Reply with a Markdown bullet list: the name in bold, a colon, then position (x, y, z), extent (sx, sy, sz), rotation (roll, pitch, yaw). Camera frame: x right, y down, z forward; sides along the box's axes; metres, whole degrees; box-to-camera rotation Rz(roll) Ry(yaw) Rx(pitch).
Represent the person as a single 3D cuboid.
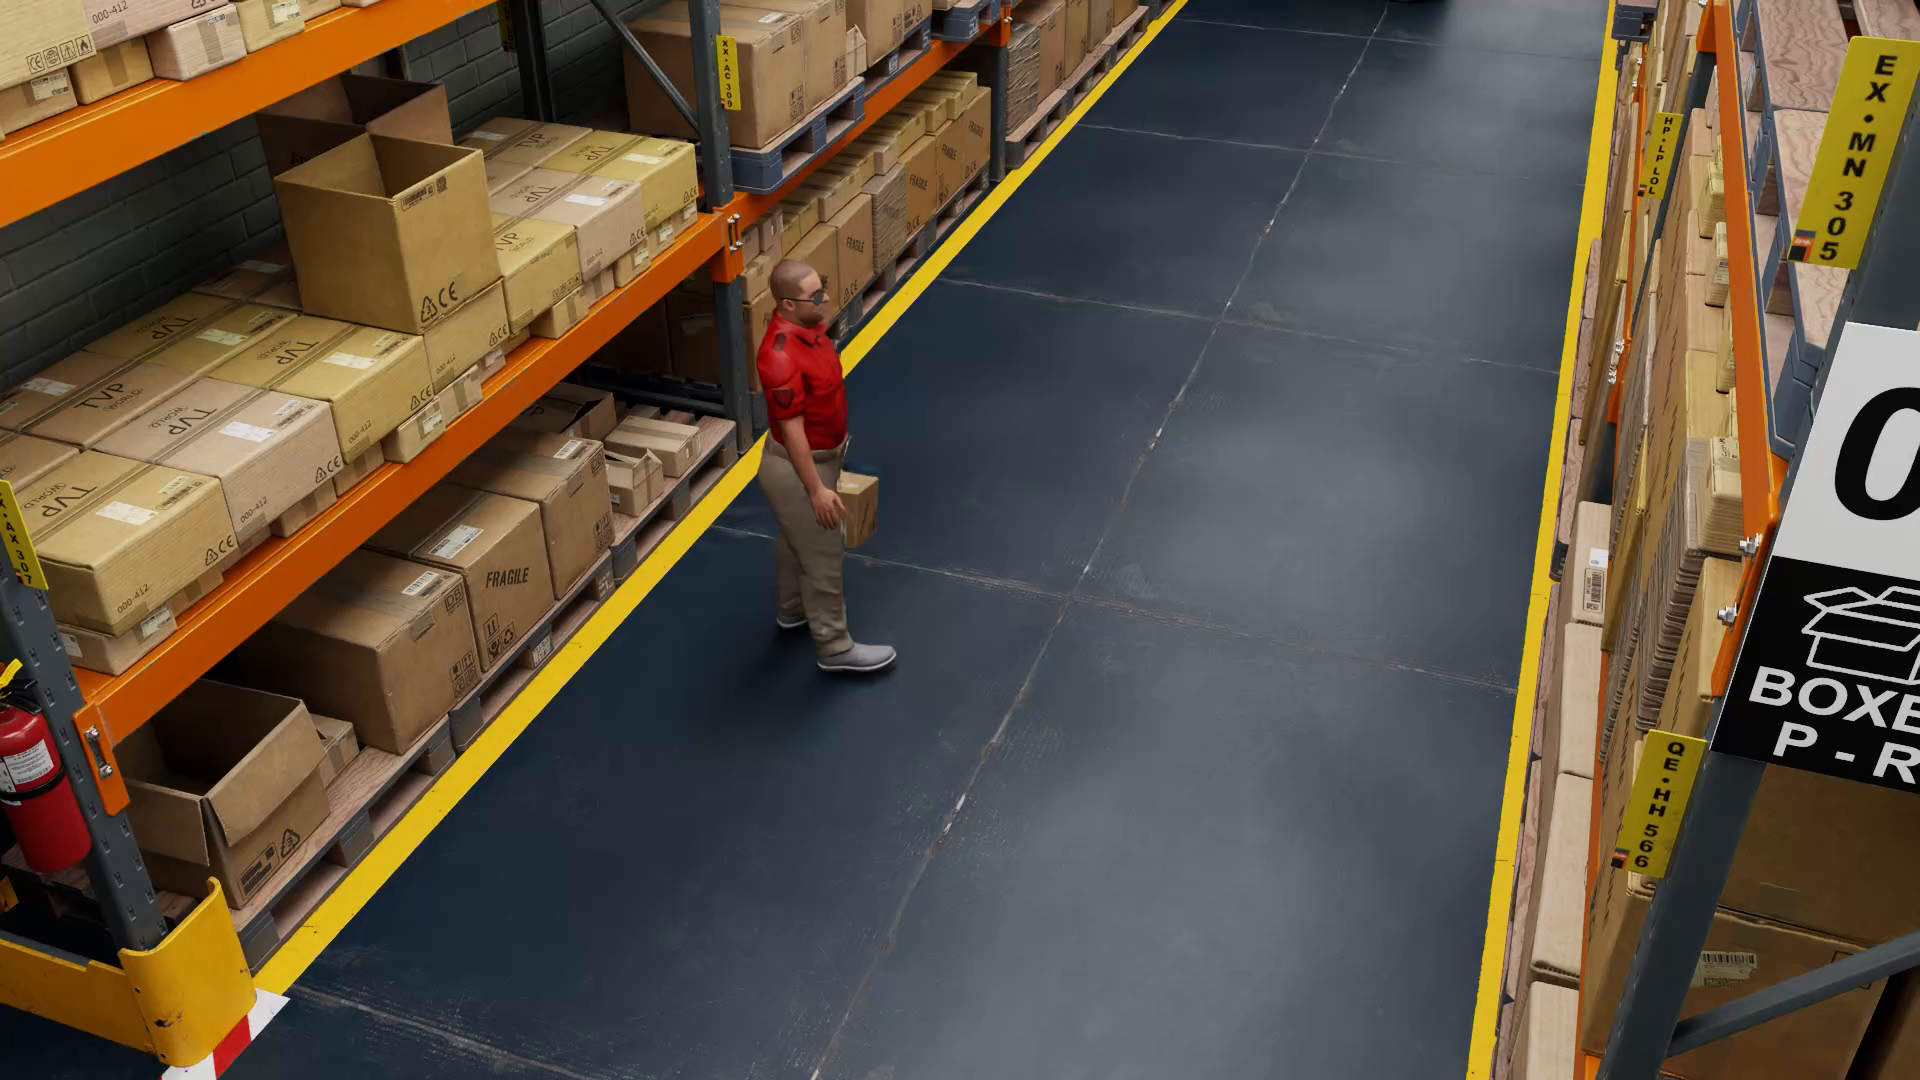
- **person**: position (-0.523, -0.289, 6.559), extent (0.539, 1.731, 0.595), rotation (2, 33, 3)
